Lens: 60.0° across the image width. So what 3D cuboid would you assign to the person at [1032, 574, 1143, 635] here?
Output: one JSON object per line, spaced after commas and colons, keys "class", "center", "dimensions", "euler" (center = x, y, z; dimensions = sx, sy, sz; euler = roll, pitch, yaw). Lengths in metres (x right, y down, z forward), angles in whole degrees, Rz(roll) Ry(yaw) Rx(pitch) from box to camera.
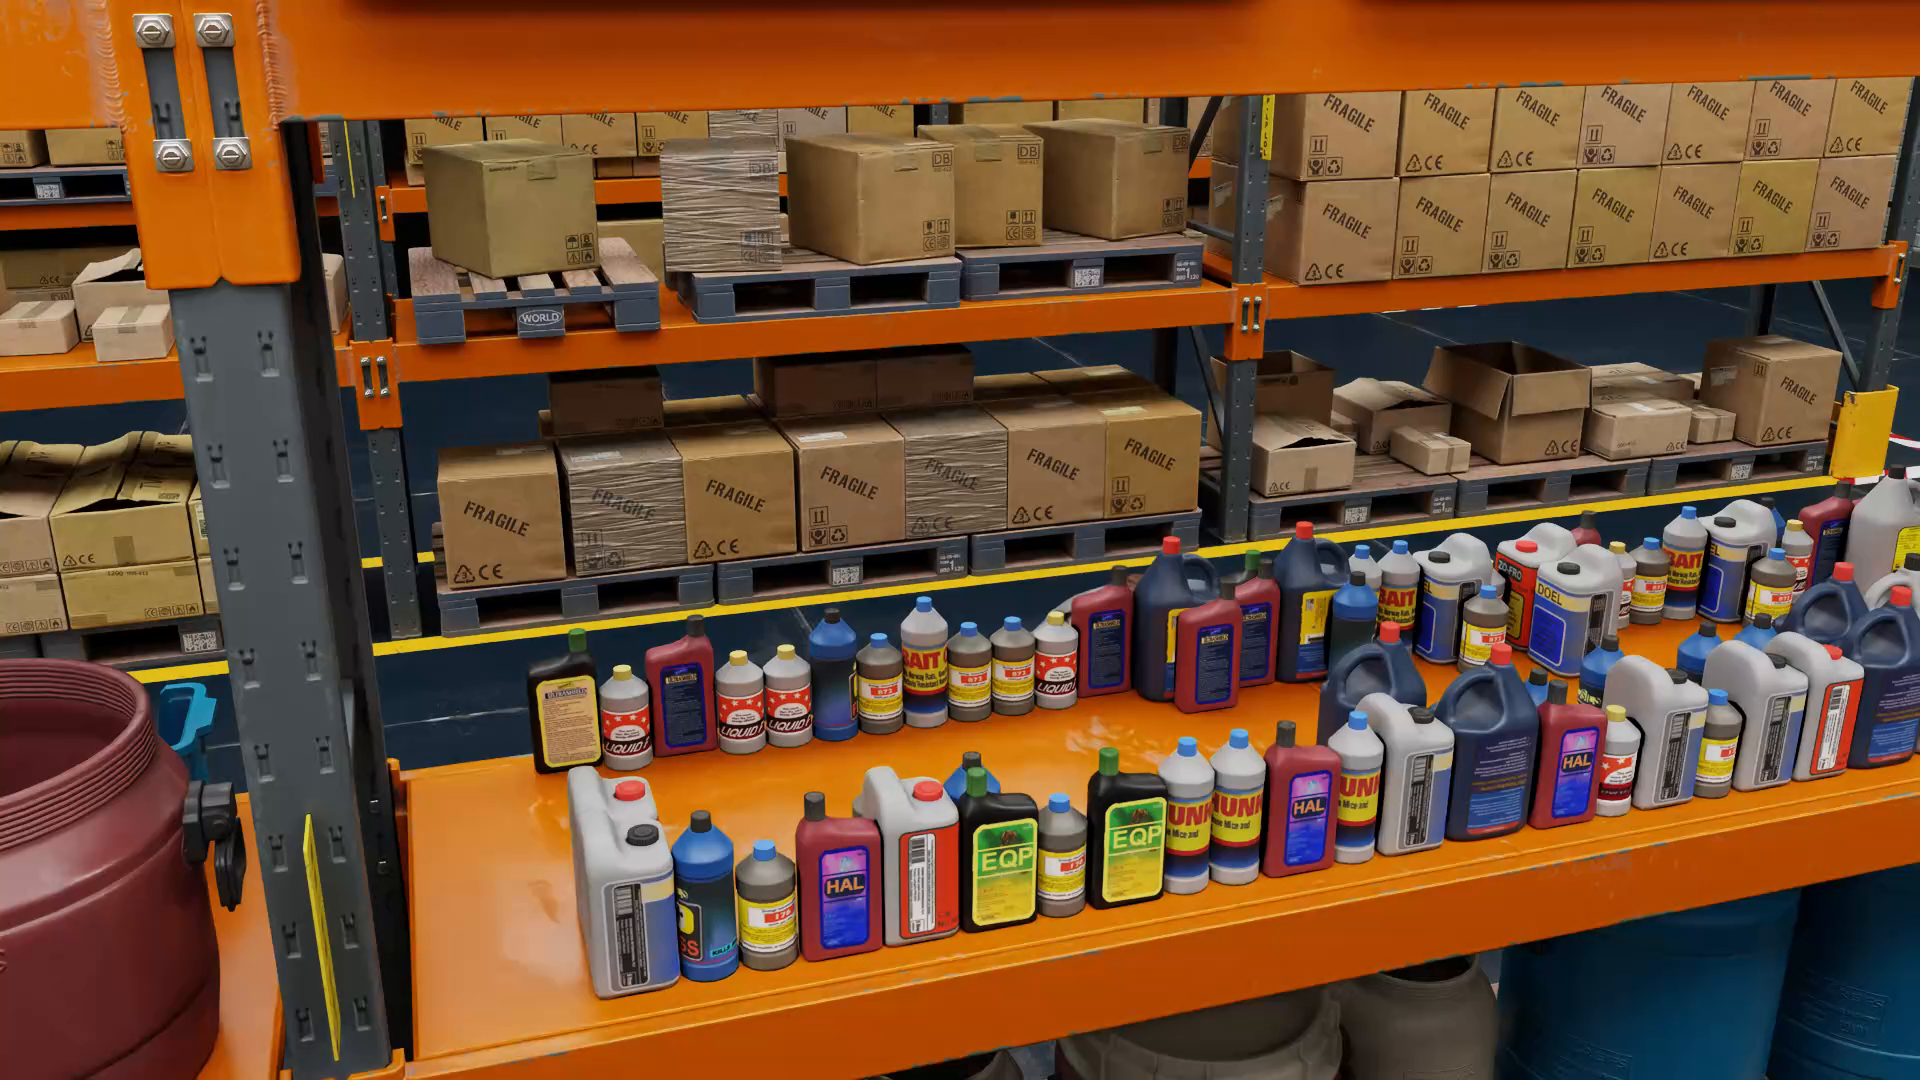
{"class": "person", "center": [0.493, 0.476, 5.814], "dimensions": [0.452, 0.889, 0.814], "euler": [-6, 20, -17]}
